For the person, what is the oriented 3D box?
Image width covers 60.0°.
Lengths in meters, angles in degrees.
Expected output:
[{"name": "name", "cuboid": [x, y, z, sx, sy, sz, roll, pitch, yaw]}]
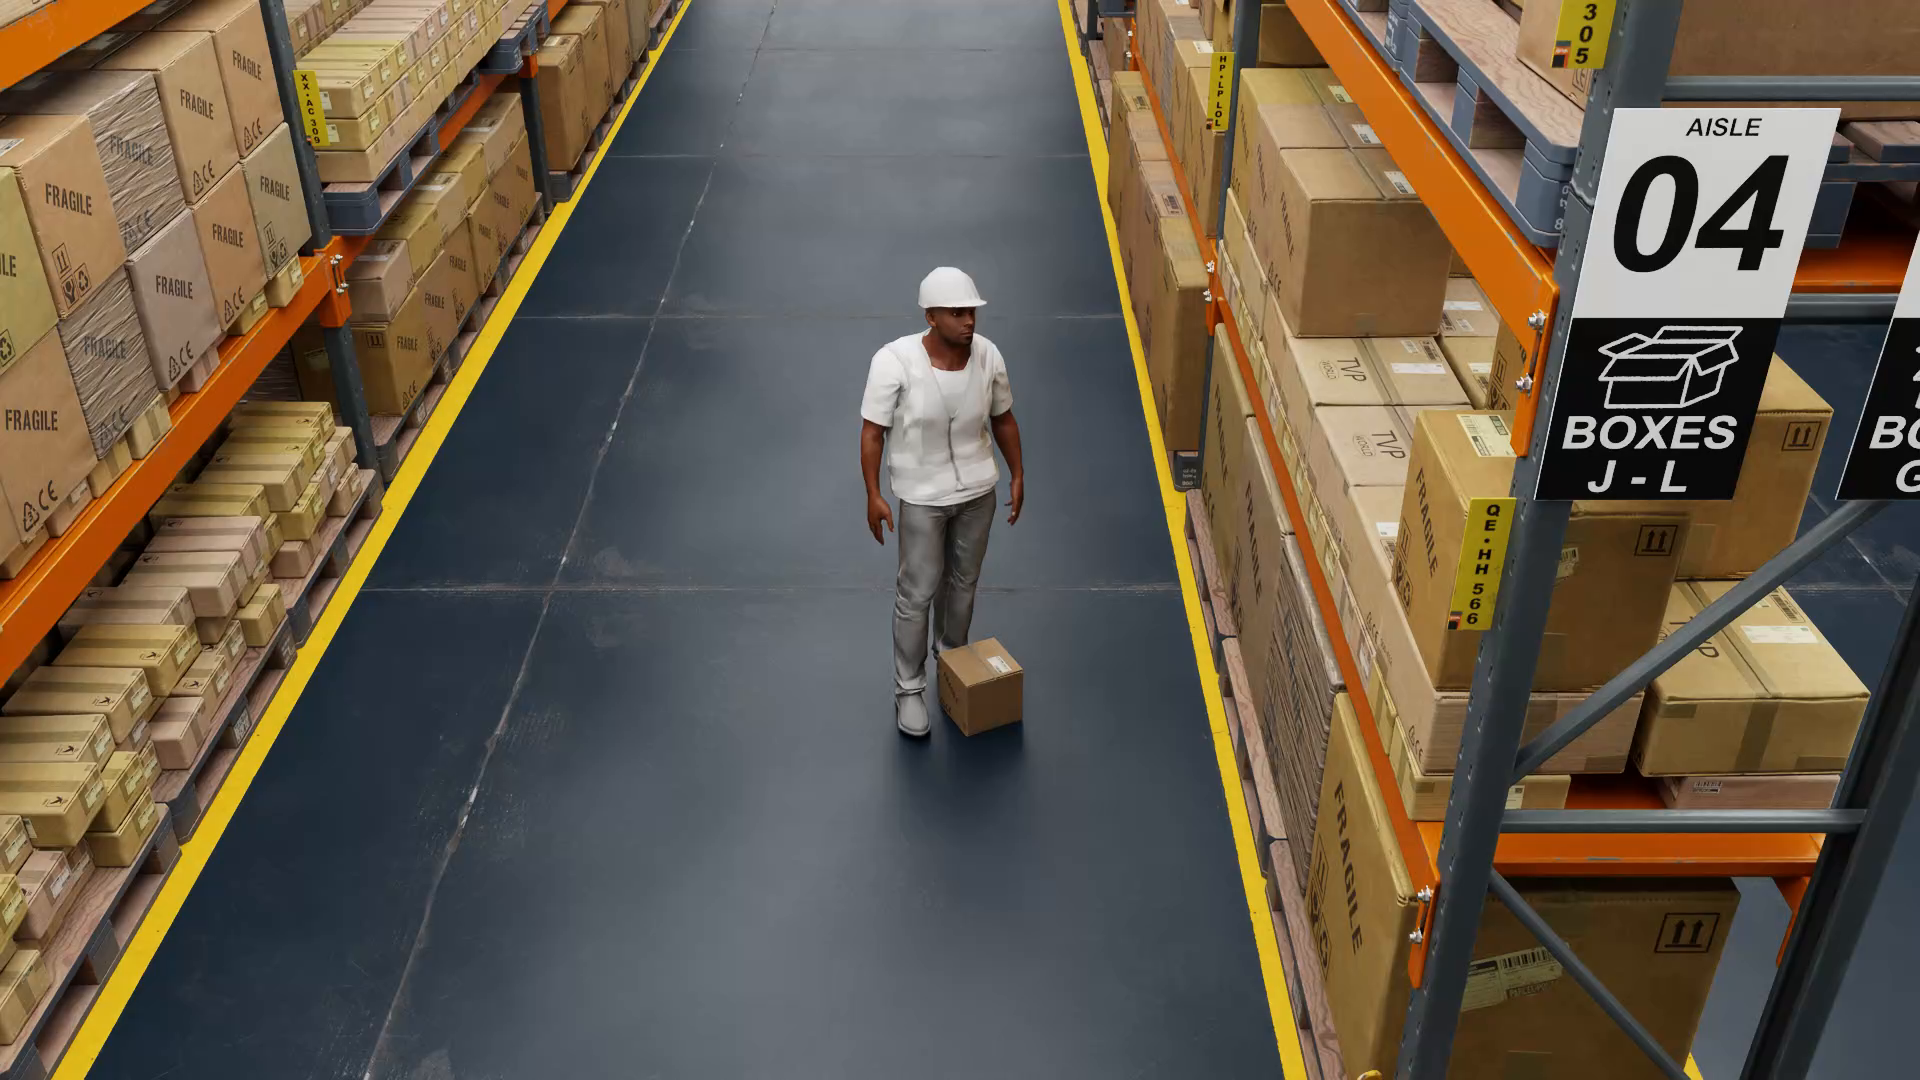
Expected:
[{"name": "person", "cuboid": [-0.030, -0.159, 6.355, 0.665, 1.765, 0.577, -13, 34, -21]}]
